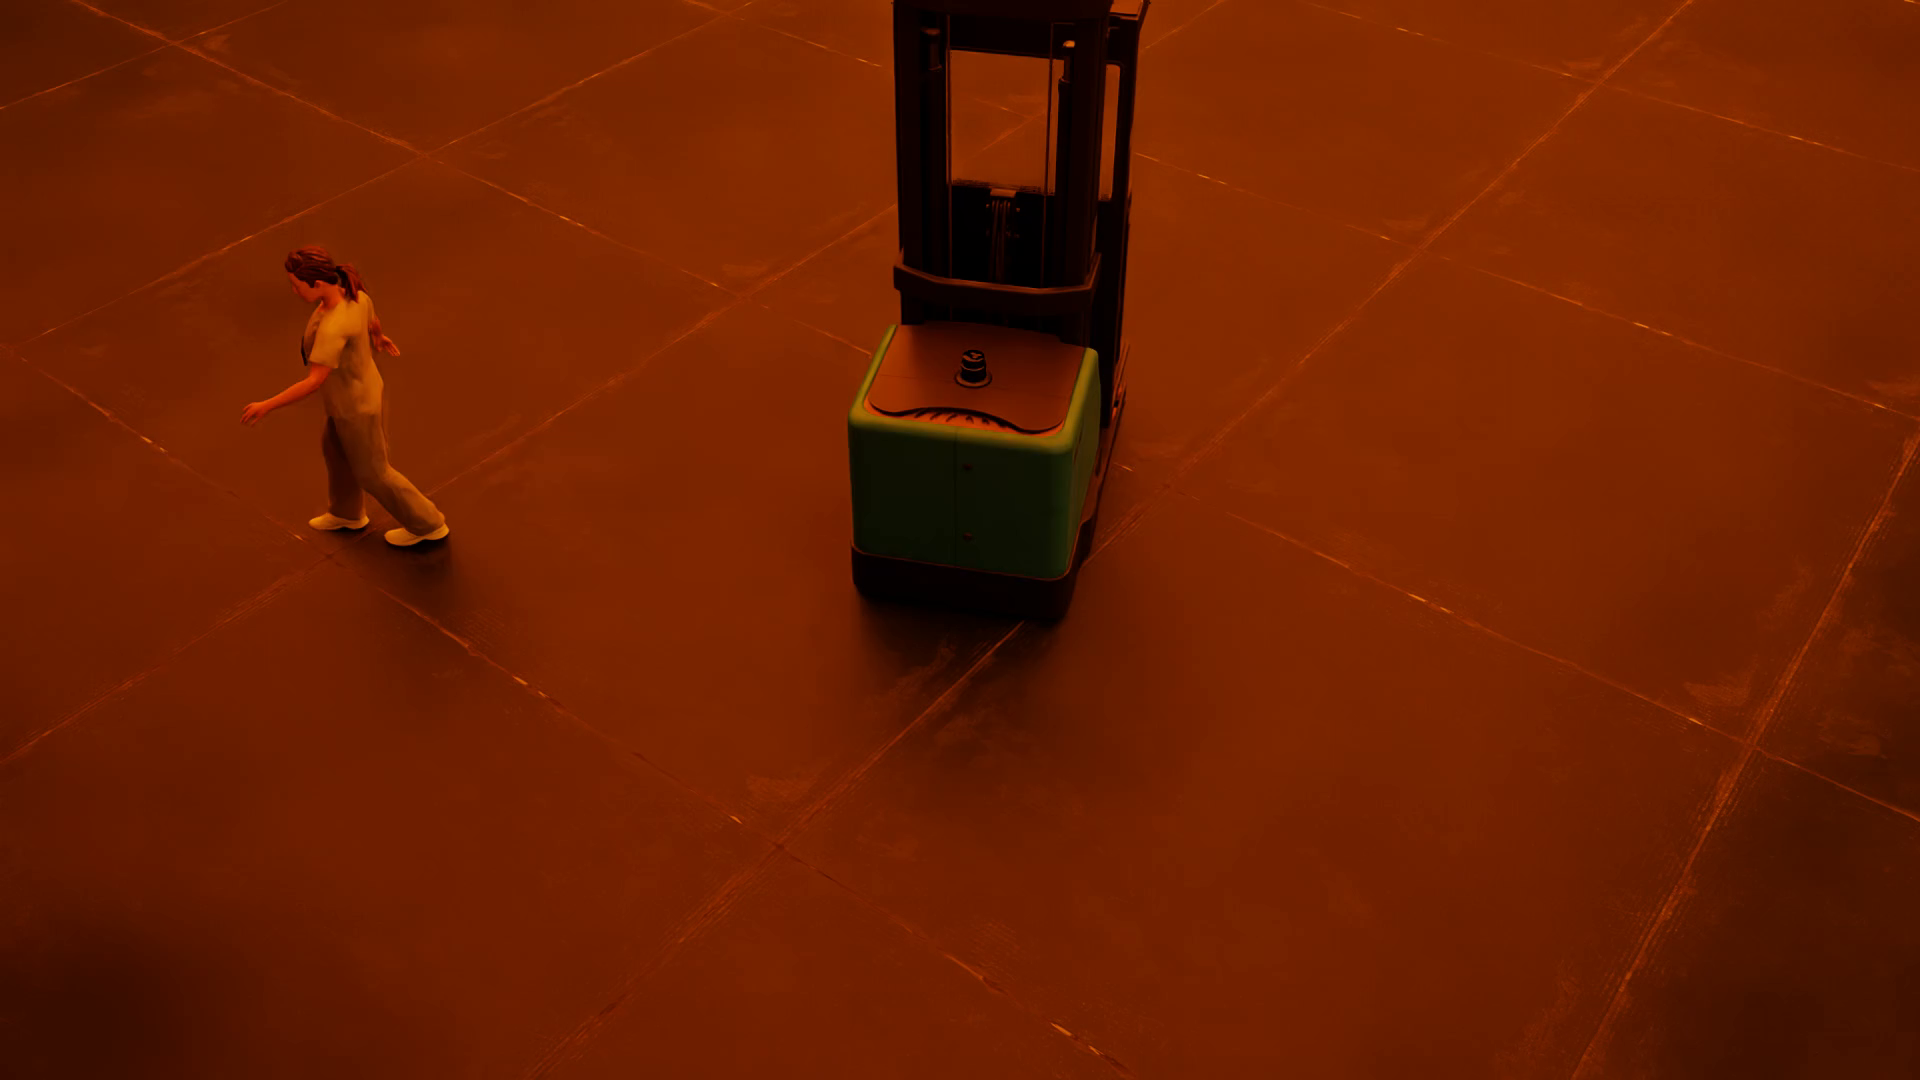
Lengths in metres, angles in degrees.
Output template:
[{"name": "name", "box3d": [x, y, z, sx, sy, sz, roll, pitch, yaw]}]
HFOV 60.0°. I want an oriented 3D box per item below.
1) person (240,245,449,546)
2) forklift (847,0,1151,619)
[{"name": "person", "box3d": [-2.932, -0.675, 7.873, 0.716, 1.663, 0.870, -5, 41, -6]}, {"name": "forklift", "box3d": [0.298, -1.711, 8.081, 1.130, 2.935, 3.031, 8, 41, 9]}]
